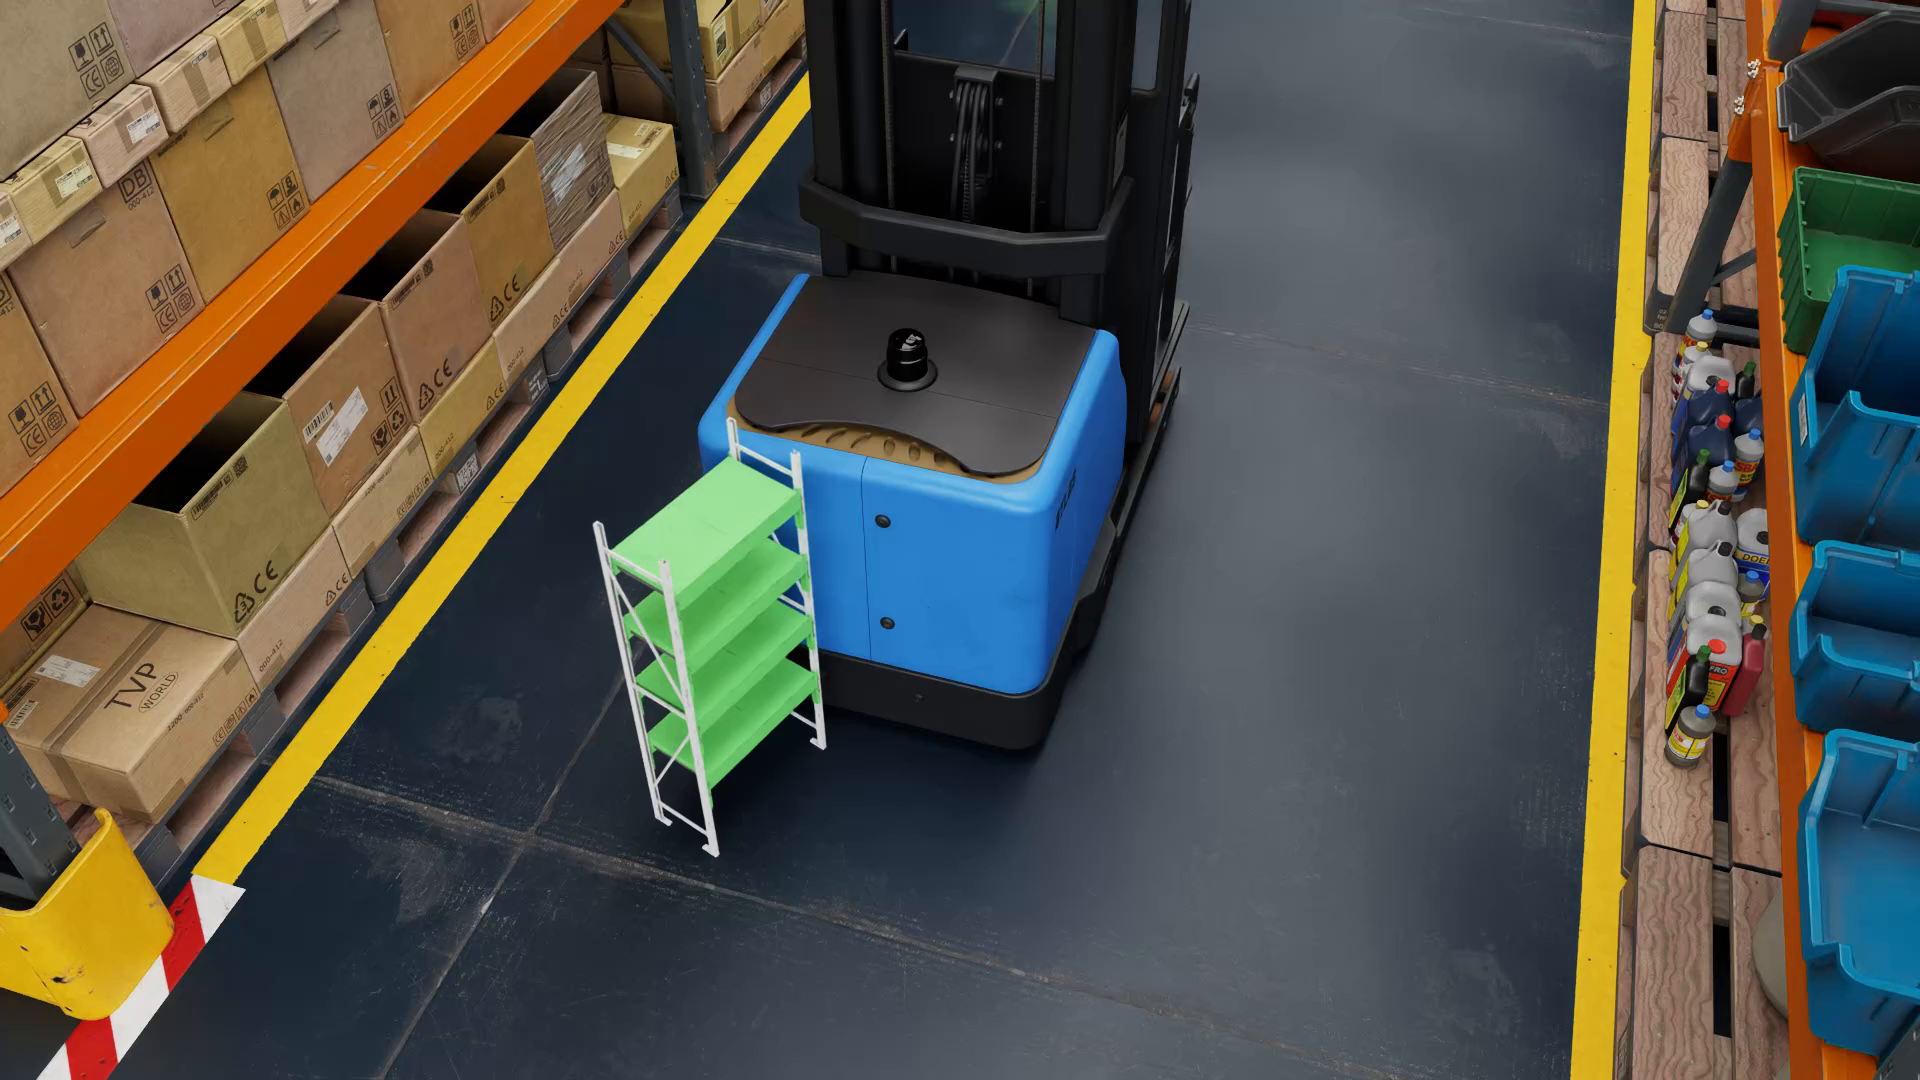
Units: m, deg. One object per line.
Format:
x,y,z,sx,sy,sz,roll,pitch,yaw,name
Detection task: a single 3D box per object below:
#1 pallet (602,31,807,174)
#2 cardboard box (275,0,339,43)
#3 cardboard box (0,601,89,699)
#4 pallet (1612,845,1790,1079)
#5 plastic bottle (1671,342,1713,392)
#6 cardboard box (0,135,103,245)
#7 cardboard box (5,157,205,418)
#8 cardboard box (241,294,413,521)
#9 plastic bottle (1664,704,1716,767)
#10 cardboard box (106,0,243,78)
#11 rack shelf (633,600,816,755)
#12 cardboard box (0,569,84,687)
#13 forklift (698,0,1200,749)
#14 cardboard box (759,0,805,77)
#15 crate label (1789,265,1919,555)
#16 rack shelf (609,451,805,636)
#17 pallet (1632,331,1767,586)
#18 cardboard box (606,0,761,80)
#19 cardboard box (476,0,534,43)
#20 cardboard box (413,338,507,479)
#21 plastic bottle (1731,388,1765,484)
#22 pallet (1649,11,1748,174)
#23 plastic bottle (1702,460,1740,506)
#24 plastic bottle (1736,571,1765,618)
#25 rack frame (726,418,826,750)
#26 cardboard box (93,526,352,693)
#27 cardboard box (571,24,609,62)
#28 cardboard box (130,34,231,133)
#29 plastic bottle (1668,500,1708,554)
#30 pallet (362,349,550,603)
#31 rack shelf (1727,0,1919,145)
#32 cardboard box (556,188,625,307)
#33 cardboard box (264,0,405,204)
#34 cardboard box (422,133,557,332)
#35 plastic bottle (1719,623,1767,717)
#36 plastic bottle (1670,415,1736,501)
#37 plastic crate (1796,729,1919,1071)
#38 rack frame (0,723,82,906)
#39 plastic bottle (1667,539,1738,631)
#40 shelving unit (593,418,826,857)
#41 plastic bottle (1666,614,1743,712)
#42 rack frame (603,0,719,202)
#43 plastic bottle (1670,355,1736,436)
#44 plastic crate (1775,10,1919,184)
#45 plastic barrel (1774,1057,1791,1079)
-1.376,-2.201,7.848,1.003,0.211,1.213,13,46,13,pallet
-1.983,-1.540,4.643,0.380,0.149,0.250,13,46,13,cardboard box
-2.893,0.381,4.882,0.500,0.250,0.500,13,46,13,cardboard box
2.175,1.416,4.152,1.003,0.211,1.213,13,46,13,pallet
2.612,-0.616,5.921,0.097,0.201,0.097,0,44,0,plastic bottle
-2.295,-0.858,3.946,0.380,0.149,0.250,13,46,13,cardboard box
-2.466,-0.727,4.277,0.700,0.500,0.500,14,46,14,cardboard box
-2.110,-0.447,5.192,0.500,0.500,0.500,13,46,13,cardboard box
2.084,0.546,4.734,0.097,0.201,0.097,0,44,0,plastic bottle
-2.298,-1.563,4.203,0.700,0.500,0.500,13,46,13,cardboard box
-0.655,0.344,4.632,0.258,0.148,0.480,27,50,25,rack shelf
-2.895,0.113,4.620,0.500,0.500,0.500,13,46,13,cardboard box
0.190,-1.468,5.154,1.130,2.935,3.031,12,46,12,forklift
-1.048,-2.422,7.746,0.500,0.250,0.500,14,46,14,cardboard box
2.246,-0.277,3.863,0.502,0.435,0.616,13,46,13,crate label
-0.655,0.001,4.296,0.258,0.148,0.480,27,50,25,rack shelf
2.914,-0.211,5.814,1.003,0.211,1.213,13,46,13,pallet
-1.200,-2.288,7.209,0.500,0.311,0.500,13,46,13,cardboard box
-1.844,-2.084,5.663,0.700,0.500,0.500,12,46,12,cardboard box
-1.943,-0.509,5.791,0.500,0.250,0.500,13,46,13,cardboard box
2.655,-0.376,5.569,0.144,0.351,0.185,13,46,13,plastic bottle
3.726,-1.997,7.640,1.003,0.211,1.213,13,46,13,pallet
2.451,-0.146,5.391,0.097,0.271,0.097,0,44,0,plastic bottle
2.404,0.176,5.111,0.097,0.201,0.097,0,44,0,plastic bottle
-0.511,0.160,4.728,0.240,1.200,0.015,27,50,25,rack frame
-2.251,0.157,5.111,0.500,0.250,0.500,13,46,13,cardboard box
-1.713,-2.396,7.319,0.500,0.311,0.500,13,46,13,cardboard box
-2.138,-1.204,4.300,0.380,0.149,0.250,11,45,11,cardboard box
2.352,-0.044,5.336,0.097,0.201,0.097,0,44,0,plastic bottle
-2.211,-0.364,5.971,1.003,0.211,1.213,13,46,13,pallet
3.763,-2.722,6.902,1.077,0.370,4.000,13,46,13,rack shelf
-1.655,-1.179,6.475,0.500,0.250,0.500,13,46,13,cardboard box
-2.154,-1.408,4.973,0.700,0.500,0.500,14,46,14,cardboard box
-1.805,-1.113,5.872,0.500,0.500,0.500,13,46,13,cardboard box
2.288,0.377,4.848,0.061,0.283,0.133,13,46,13,plastic bottle
2.460,-0.281,5.472,0.144,0.351,0.185,11,45,11,plastic bottle
1.812,0.676,3.021,0.499,0.251,0.616,13,46,13,plastic crate
-2.774,-0.032,3.638,1.000,3.000,0.127,13,46,13,rack frame
2.275,0.127,5.055,0.144,0.351,0.185,14,46,14,plastic bottle
-0.655,0.298,4.587,0.258,1.200,0.503,27,50,25,shelving unit
2.187,0.357,4.873,0.152,0.276,0.135,13,46,13,plastic bottle
-1.562,-2.698,6.362,1.000,3.000,0.127,13,46,13,rack frame
2.571,-0.489,5.738,0.152,0.276,0.135,14,46,14,plastic bottle
2.878,-1.302,4.980,0.767,0.338,0.504,13,46,13,plastic crate
2.072,1.304,3.751,0.421,0.512,0.421,0,44,0,plastic barrel
